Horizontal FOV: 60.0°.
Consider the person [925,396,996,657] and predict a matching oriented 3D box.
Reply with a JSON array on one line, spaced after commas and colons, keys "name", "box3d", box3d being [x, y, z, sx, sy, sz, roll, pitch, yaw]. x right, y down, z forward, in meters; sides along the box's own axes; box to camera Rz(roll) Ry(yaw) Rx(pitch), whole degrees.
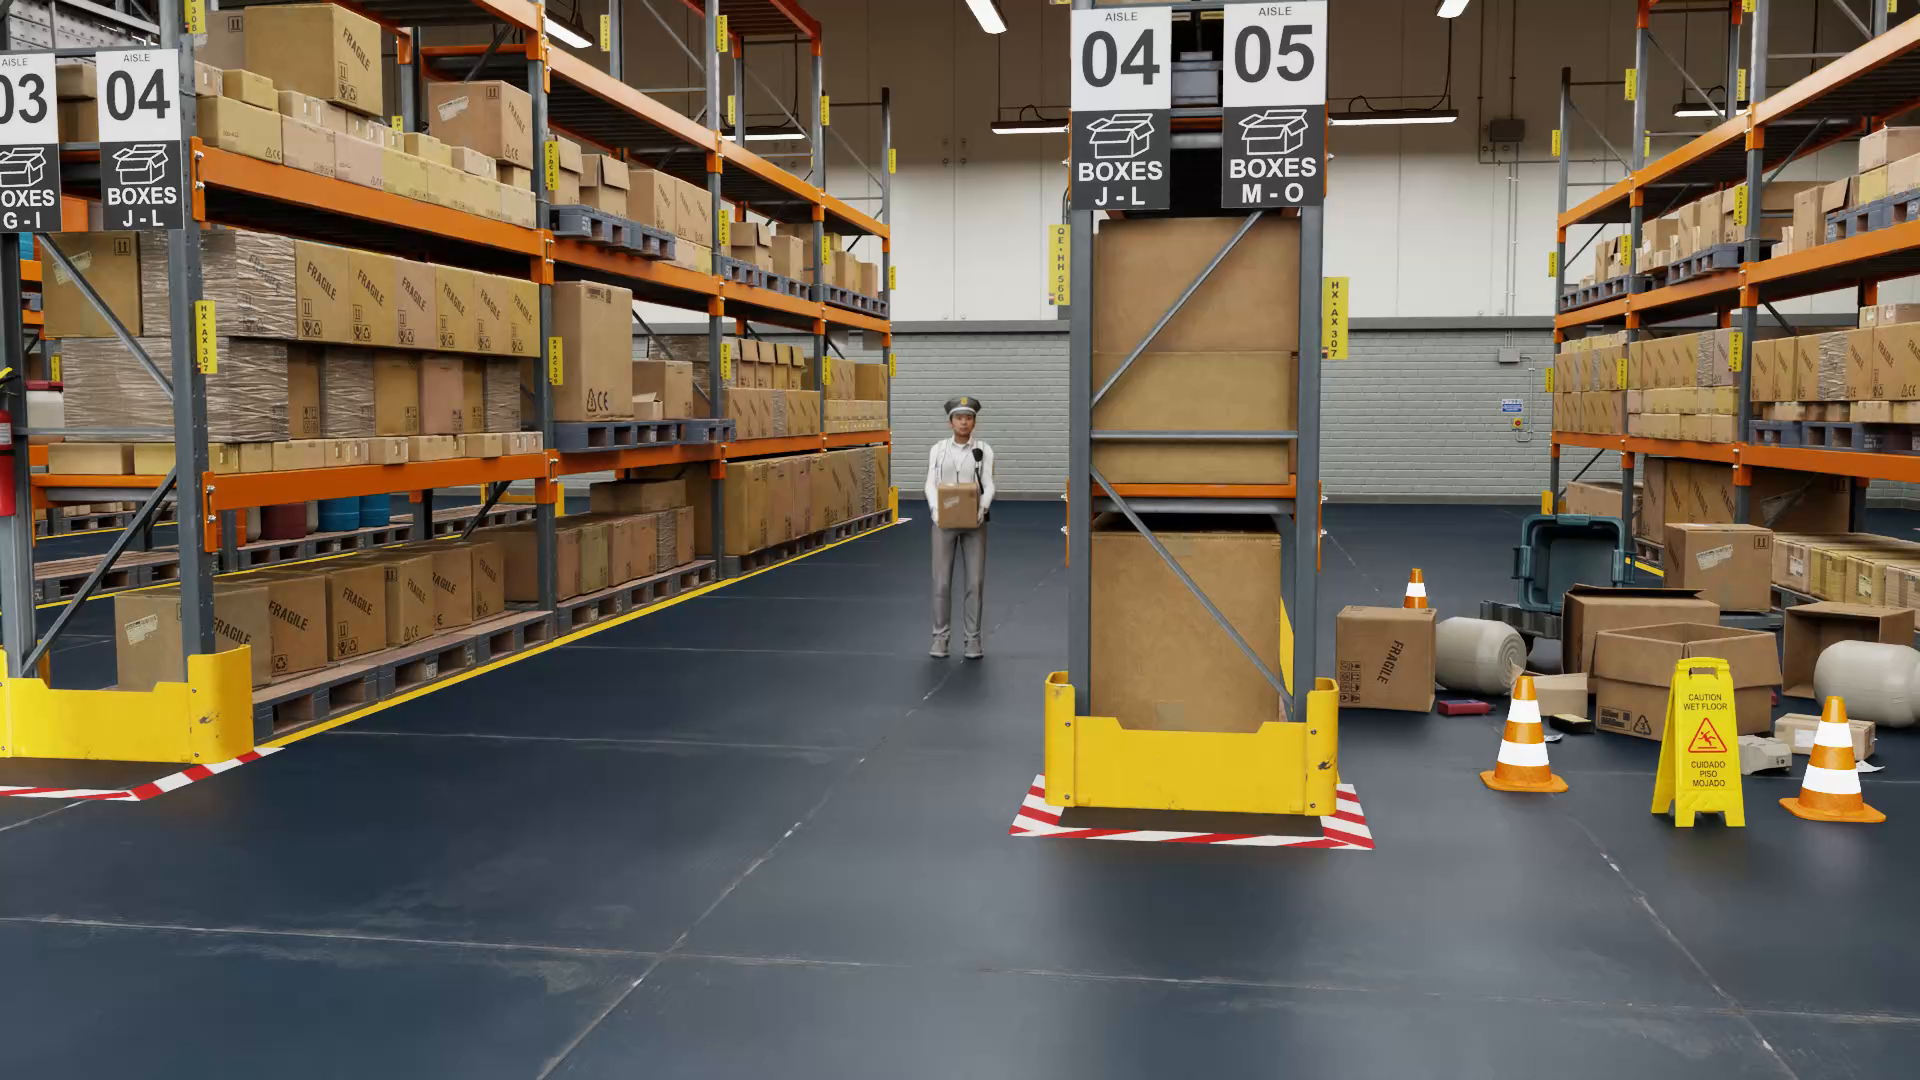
[{"name": "person", "box3d": [0.002, -0.090, 10.815, 0.466, 1.693, 0.559, 0, 5, 1]}]
